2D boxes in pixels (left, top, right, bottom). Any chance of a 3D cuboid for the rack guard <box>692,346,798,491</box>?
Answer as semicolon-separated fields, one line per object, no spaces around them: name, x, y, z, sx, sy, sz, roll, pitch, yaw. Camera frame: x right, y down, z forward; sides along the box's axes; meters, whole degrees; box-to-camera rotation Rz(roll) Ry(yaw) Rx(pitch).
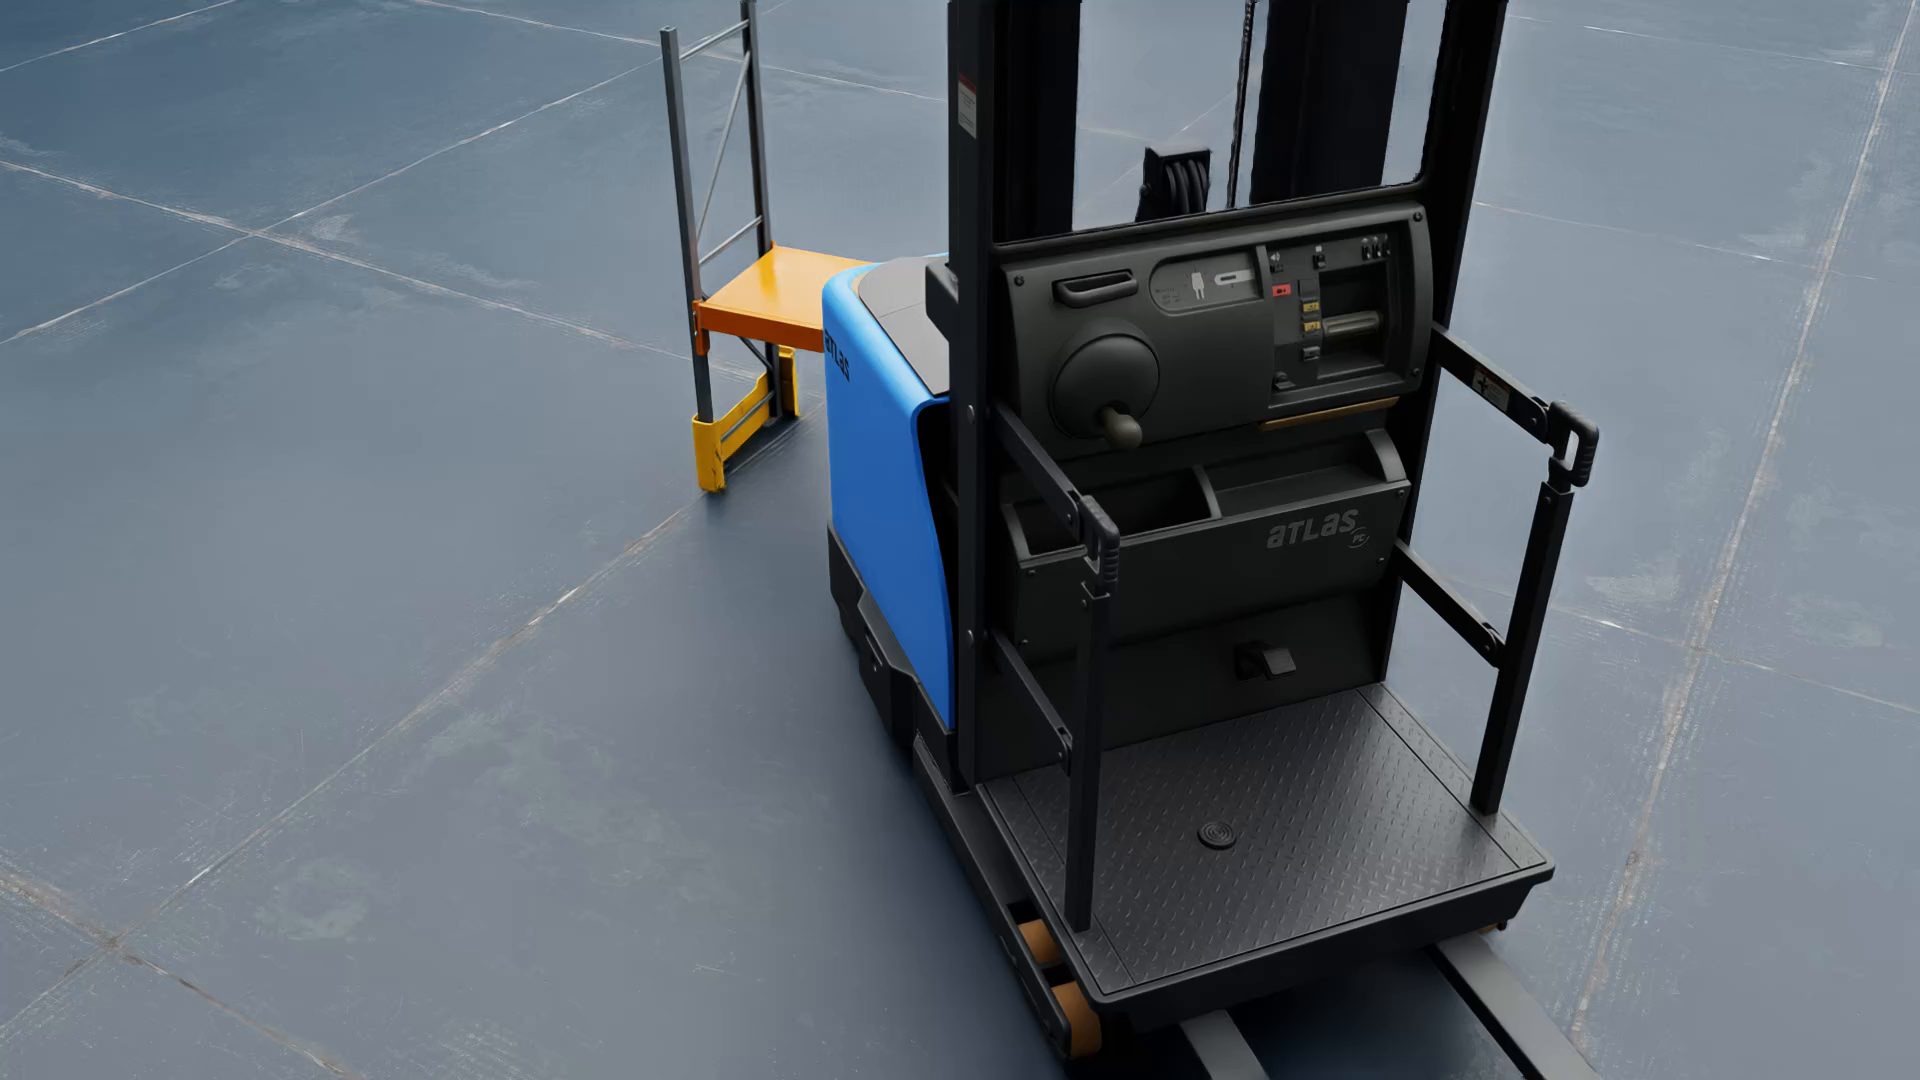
rack guard;-0.723;-0.422;5.658;0.087;0.250;0.587;13;36;19

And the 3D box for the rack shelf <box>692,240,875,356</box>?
rack shelf;-0.273;-0.686;5.252;1.000;0.185;0.538;13;36;19

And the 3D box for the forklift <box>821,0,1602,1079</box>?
forklift;0.610;-0.367;3.156;1.130;2.935;3.031;-12;35;-17

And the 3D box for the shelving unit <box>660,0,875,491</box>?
shelving unit;-0.265;-0.834;5.149;1.083;1.500;0.587;13;36;19

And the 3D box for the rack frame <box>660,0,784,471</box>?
rack frame;-0.741;-0.946;5.318;0.032;1.500;0.500;13;36;19
